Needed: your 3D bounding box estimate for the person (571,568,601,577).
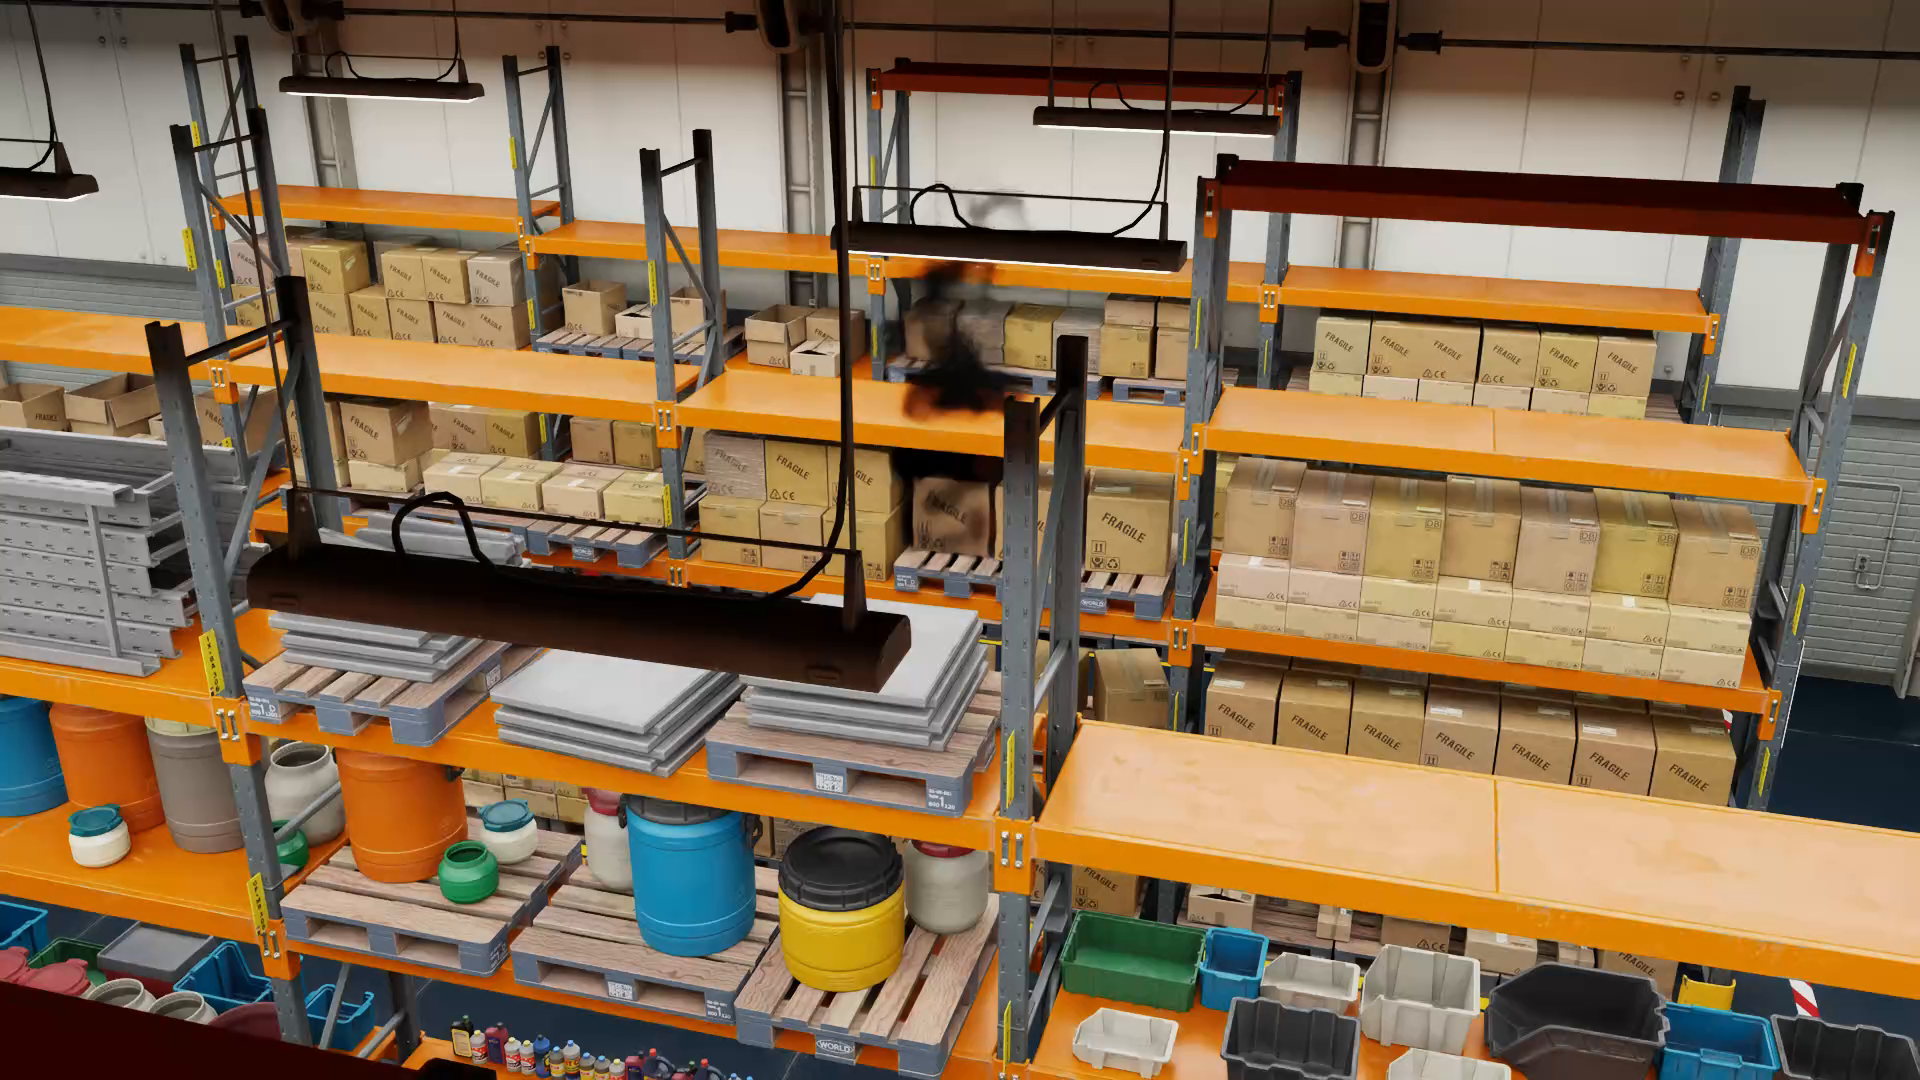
[{"bbox_3d":[-3.682,0.874,16.346,1.010,1.699,0.665,3,23,7],"label":"person"}]
